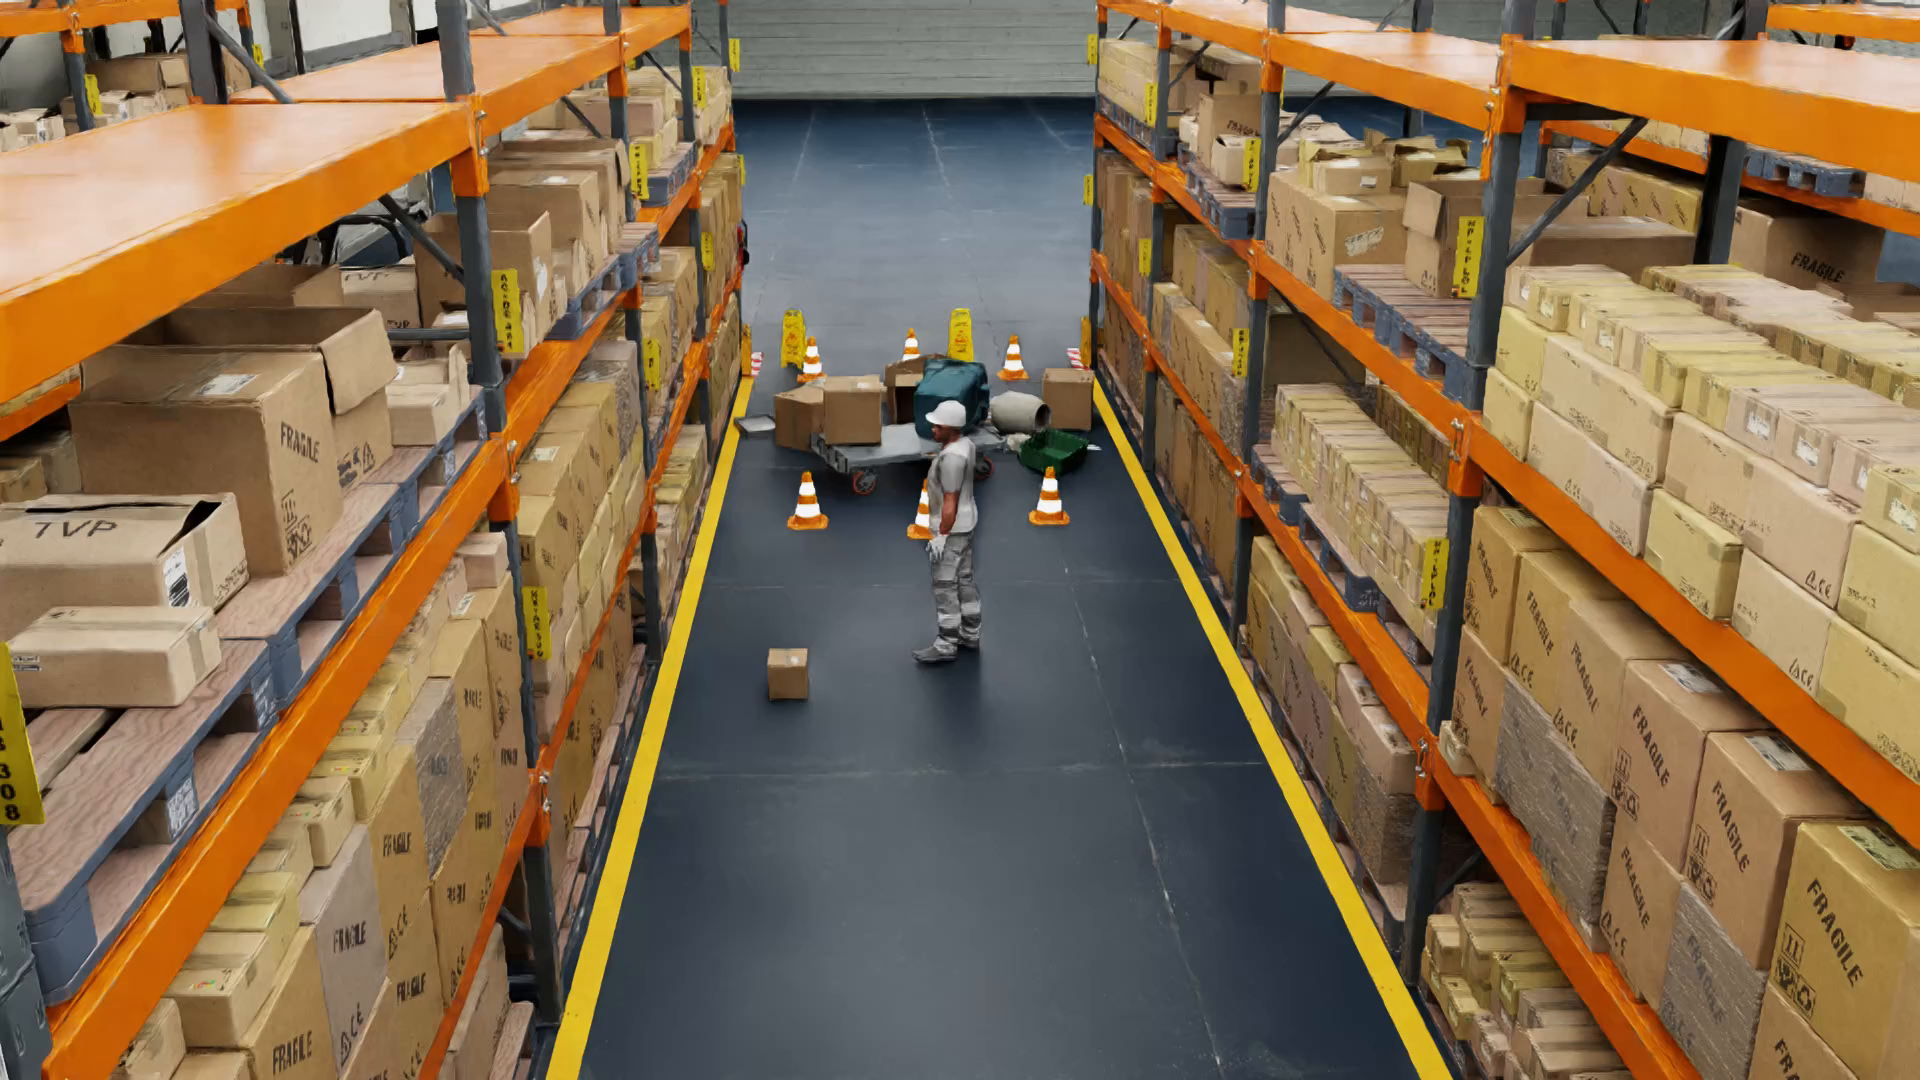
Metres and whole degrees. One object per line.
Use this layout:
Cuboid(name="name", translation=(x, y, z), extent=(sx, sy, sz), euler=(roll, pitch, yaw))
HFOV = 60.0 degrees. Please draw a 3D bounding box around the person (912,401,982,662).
Cuboid(name="person", translation=(-0.083, -0.067, 11.142), extent=(0.414, 1.791, 0.622), euler=(4, 21, 12))
